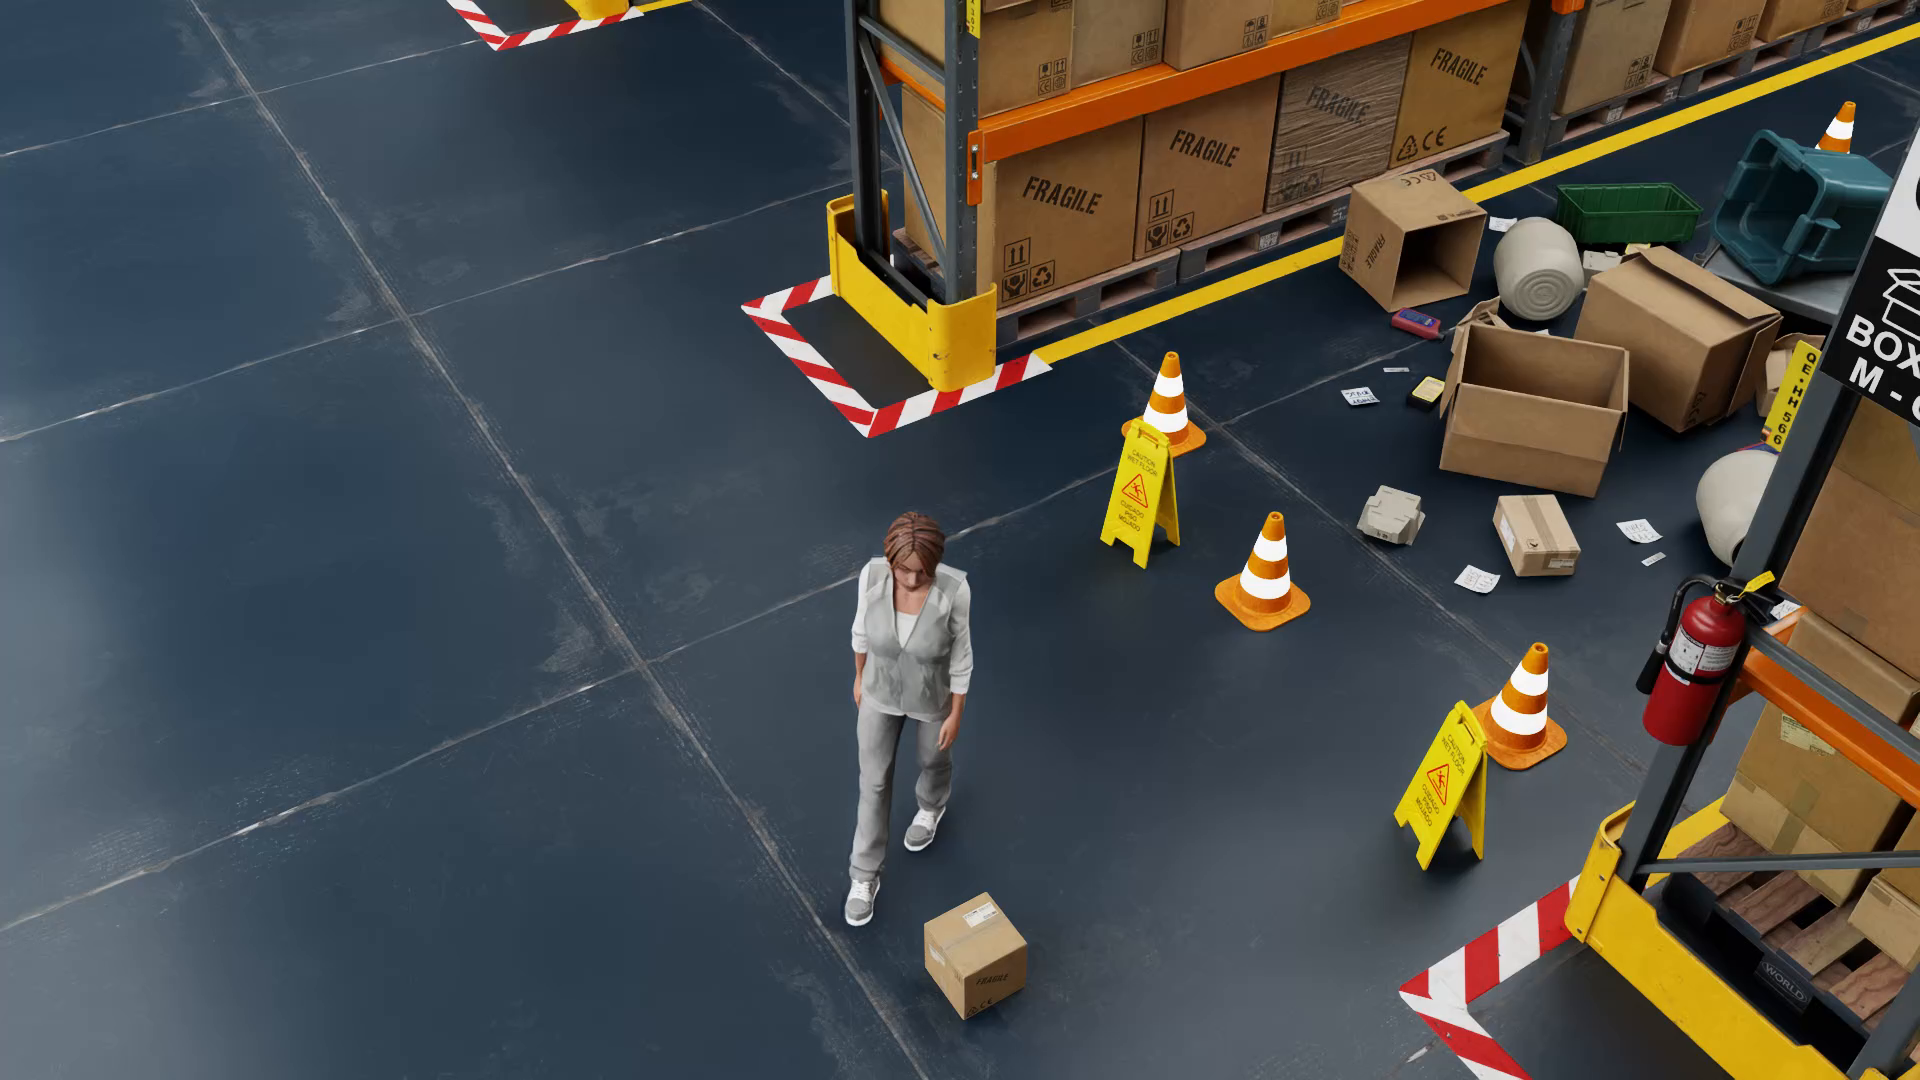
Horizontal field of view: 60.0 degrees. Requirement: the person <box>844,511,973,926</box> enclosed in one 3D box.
[{"bbox_3d":[-0.182,0.590,5.482,0.422,1.581,0.700,7,42,7],"label":"person"}]
